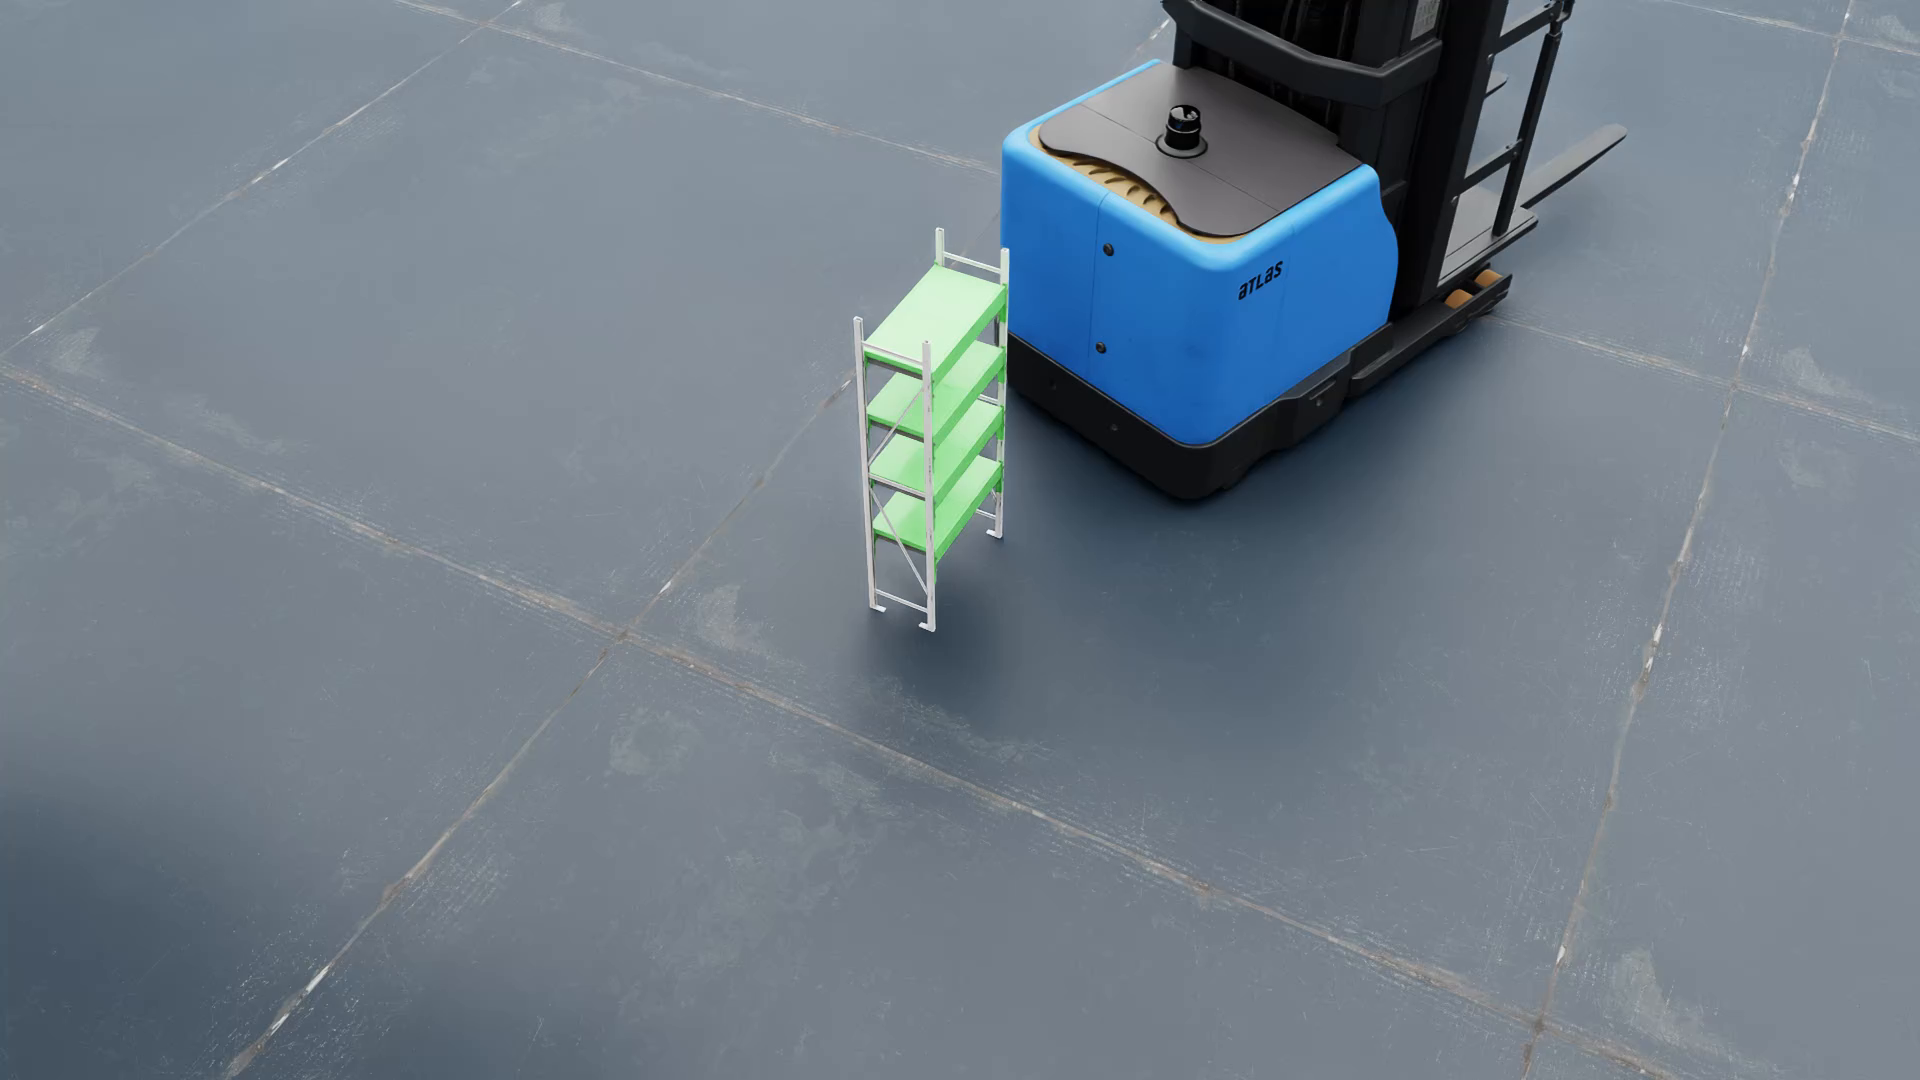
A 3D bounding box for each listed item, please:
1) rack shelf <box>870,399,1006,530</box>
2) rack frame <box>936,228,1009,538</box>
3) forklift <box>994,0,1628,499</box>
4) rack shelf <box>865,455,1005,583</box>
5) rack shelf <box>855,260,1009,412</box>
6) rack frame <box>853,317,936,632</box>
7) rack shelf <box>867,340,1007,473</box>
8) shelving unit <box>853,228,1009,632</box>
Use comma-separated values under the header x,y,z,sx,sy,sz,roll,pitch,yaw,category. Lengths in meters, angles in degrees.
x,y,z,sx,sy,sz,roll,pitch,yaw,category
-0.077,-0.273,5.266,0.258,0.148,0.480,20,49,19,rack shelf
0.036,-0.471,5.372,0.240,1.200,0.015,20,49,19,rack frame
1.552,-2.094,5.759,3.031,2.935,1.130,-33,54,-28,forklift
-0.077,-0.104,5.436,0.258,0.148,0.480,20,49,19,rack shelf
-0.077,-0.610,4.924,0.258,0.148,0.480,20,49,19,rack shelf
-0.190,-0.164,5.068,0.240,1.200,0.015,20,49,19,rack frame
-0.077,-0.441,5.095,0.258,0.148,0.480,20,49,19,rack shelf
-0.077,-0.317,5.220,0.258,1.200,0.503,20,49,19,shelving unit
